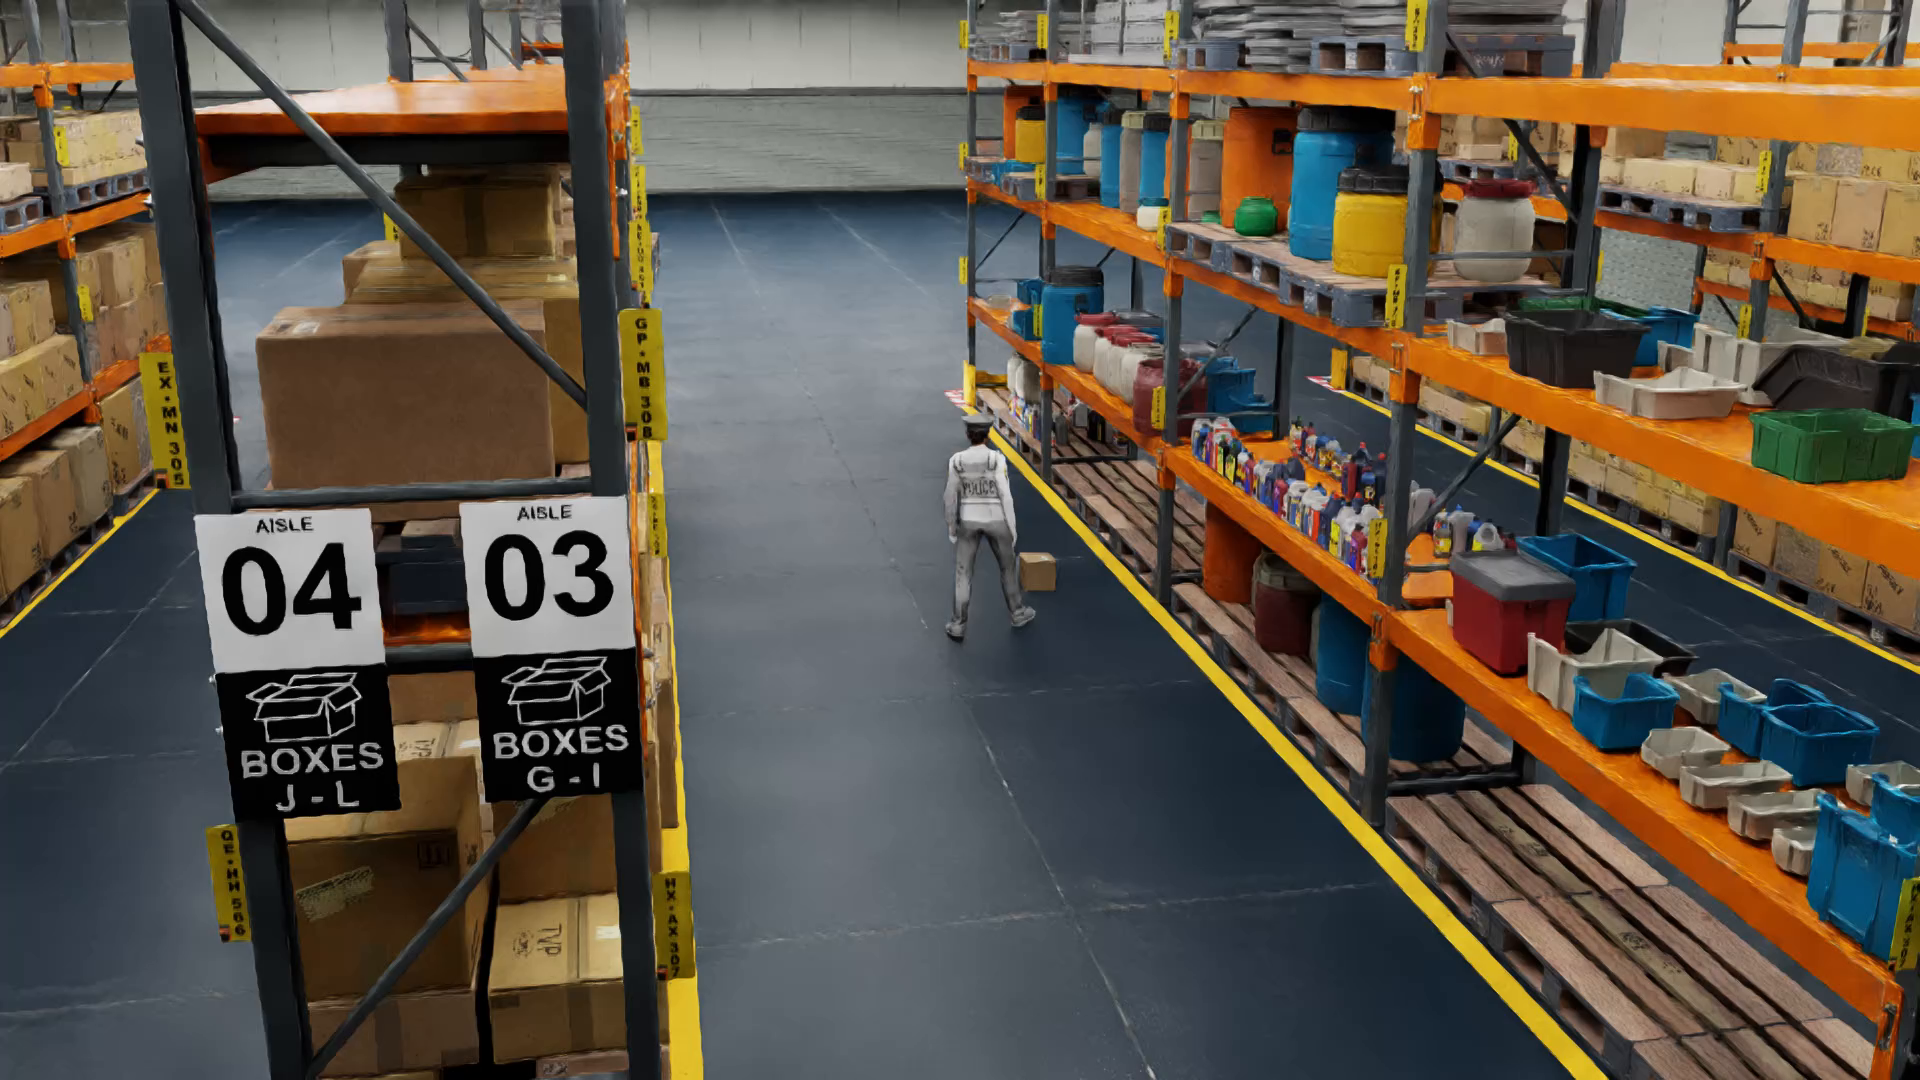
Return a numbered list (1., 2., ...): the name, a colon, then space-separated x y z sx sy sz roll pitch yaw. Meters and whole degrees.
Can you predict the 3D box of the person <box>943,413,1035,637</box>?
1. person: 0.206 -0.123 12.393 0.649 1.649 0.622 4 17 13
